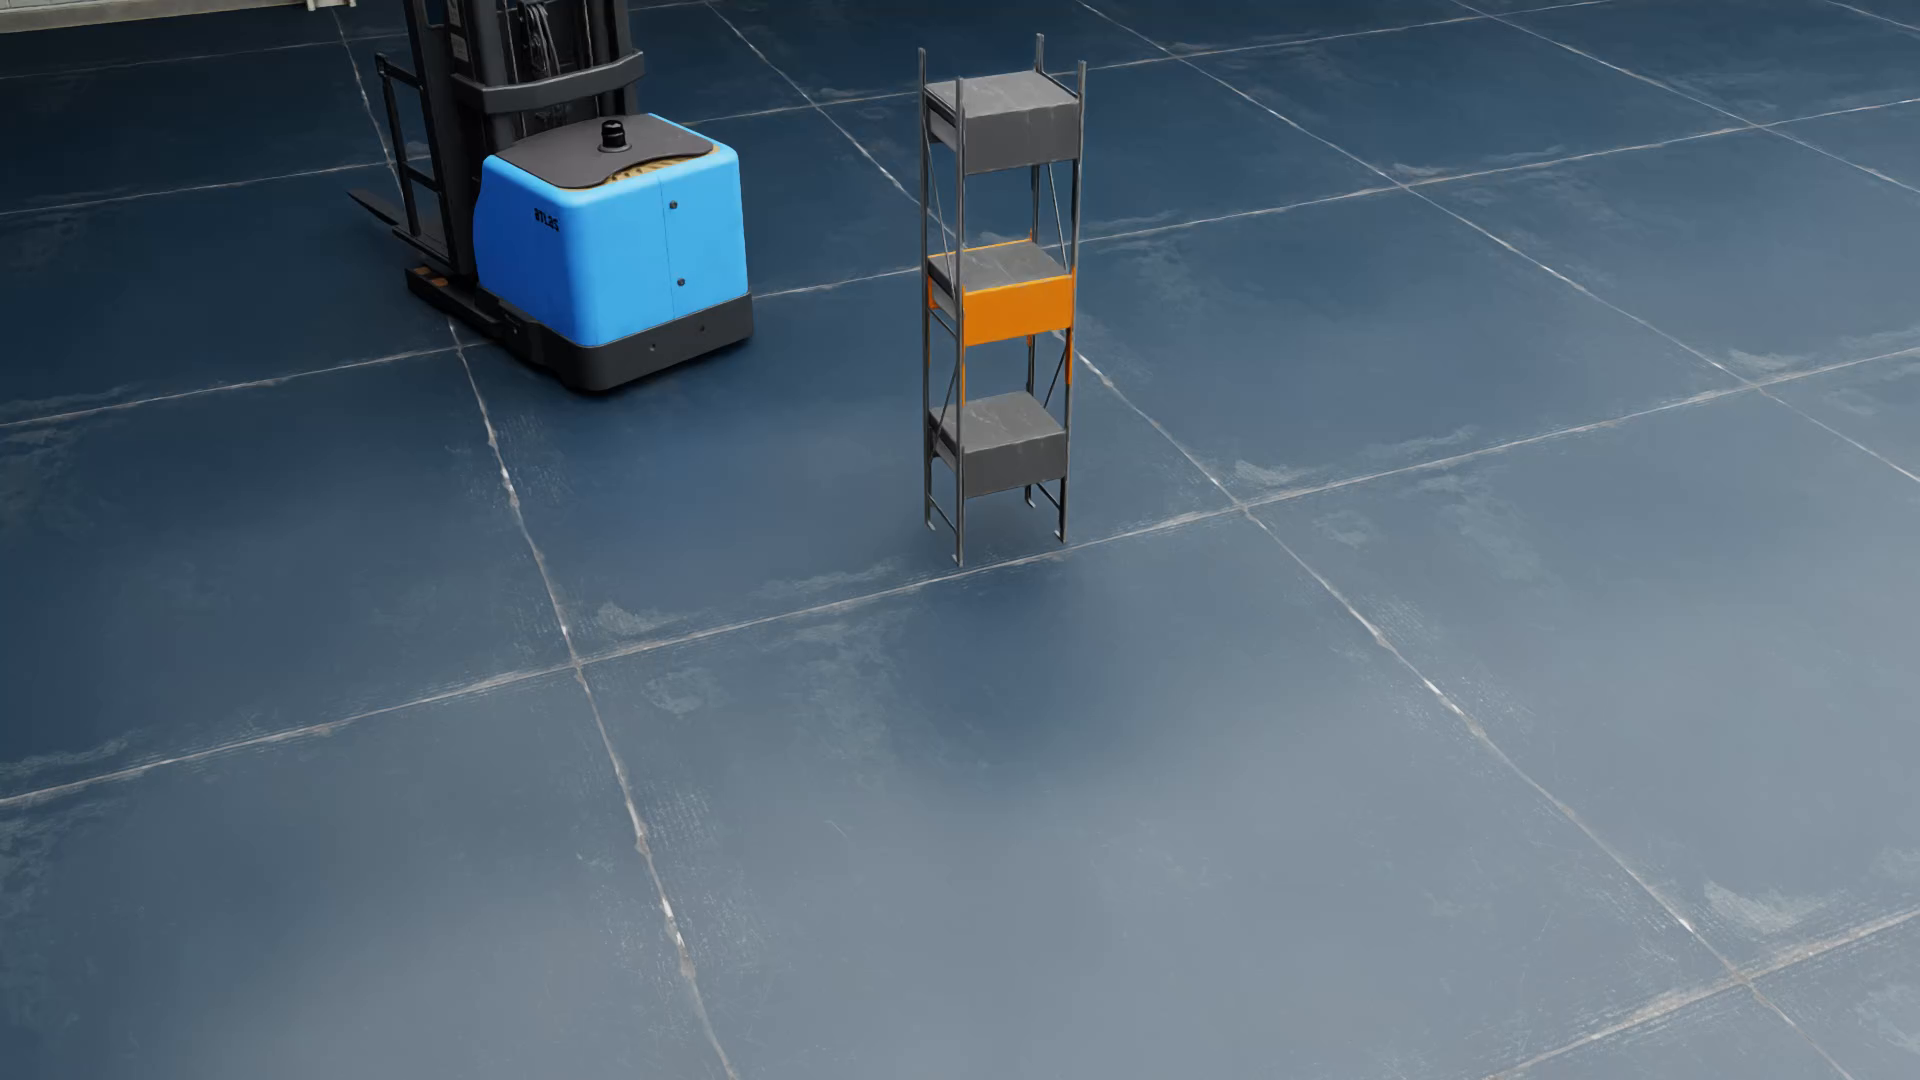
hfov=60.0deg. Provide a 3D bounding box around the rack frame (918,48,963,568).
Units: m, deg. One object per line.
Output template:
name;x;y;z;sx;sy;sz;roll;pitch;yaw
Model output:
rack frame;-0.072;-0.864;6.652;0.015;2.100;0.400;-13;35;-19

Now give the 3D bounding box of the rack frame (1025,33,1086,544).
rack frame;0.378;-0.967;6.810;0.015;2.100;0.400;-13;35;-19

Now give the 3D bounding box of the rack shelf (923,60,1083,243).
rack shelf;0.153;-1.490;6.357;0.480;0.518;0.431;-13;35;-19

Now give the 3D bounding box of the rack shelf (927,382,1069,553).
rack shelf;0.153;-0.317;7.120;0.480;0.518;0.431;-13;35;-19

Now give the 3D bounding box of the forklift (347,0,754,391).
forklift;-2.458;-2.685;8.690;1.130;2.935;3.031;-27;41;-35

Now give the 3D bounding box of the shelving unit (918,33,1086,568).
shelving unit;0.153;-0.915;6.731;0.503;2.100;0.431;-13;35;-19

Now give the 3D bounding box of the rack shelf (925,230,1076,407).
rack shelf;0.153;-0.904;6.739;0.480;0.518;0.431;-13;35;-19

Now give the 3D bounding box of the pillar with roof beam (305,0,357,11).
pillar with roof beam;-3.772;-6.241;8.590;0.400;9.000;9.100;-13;35;-19
